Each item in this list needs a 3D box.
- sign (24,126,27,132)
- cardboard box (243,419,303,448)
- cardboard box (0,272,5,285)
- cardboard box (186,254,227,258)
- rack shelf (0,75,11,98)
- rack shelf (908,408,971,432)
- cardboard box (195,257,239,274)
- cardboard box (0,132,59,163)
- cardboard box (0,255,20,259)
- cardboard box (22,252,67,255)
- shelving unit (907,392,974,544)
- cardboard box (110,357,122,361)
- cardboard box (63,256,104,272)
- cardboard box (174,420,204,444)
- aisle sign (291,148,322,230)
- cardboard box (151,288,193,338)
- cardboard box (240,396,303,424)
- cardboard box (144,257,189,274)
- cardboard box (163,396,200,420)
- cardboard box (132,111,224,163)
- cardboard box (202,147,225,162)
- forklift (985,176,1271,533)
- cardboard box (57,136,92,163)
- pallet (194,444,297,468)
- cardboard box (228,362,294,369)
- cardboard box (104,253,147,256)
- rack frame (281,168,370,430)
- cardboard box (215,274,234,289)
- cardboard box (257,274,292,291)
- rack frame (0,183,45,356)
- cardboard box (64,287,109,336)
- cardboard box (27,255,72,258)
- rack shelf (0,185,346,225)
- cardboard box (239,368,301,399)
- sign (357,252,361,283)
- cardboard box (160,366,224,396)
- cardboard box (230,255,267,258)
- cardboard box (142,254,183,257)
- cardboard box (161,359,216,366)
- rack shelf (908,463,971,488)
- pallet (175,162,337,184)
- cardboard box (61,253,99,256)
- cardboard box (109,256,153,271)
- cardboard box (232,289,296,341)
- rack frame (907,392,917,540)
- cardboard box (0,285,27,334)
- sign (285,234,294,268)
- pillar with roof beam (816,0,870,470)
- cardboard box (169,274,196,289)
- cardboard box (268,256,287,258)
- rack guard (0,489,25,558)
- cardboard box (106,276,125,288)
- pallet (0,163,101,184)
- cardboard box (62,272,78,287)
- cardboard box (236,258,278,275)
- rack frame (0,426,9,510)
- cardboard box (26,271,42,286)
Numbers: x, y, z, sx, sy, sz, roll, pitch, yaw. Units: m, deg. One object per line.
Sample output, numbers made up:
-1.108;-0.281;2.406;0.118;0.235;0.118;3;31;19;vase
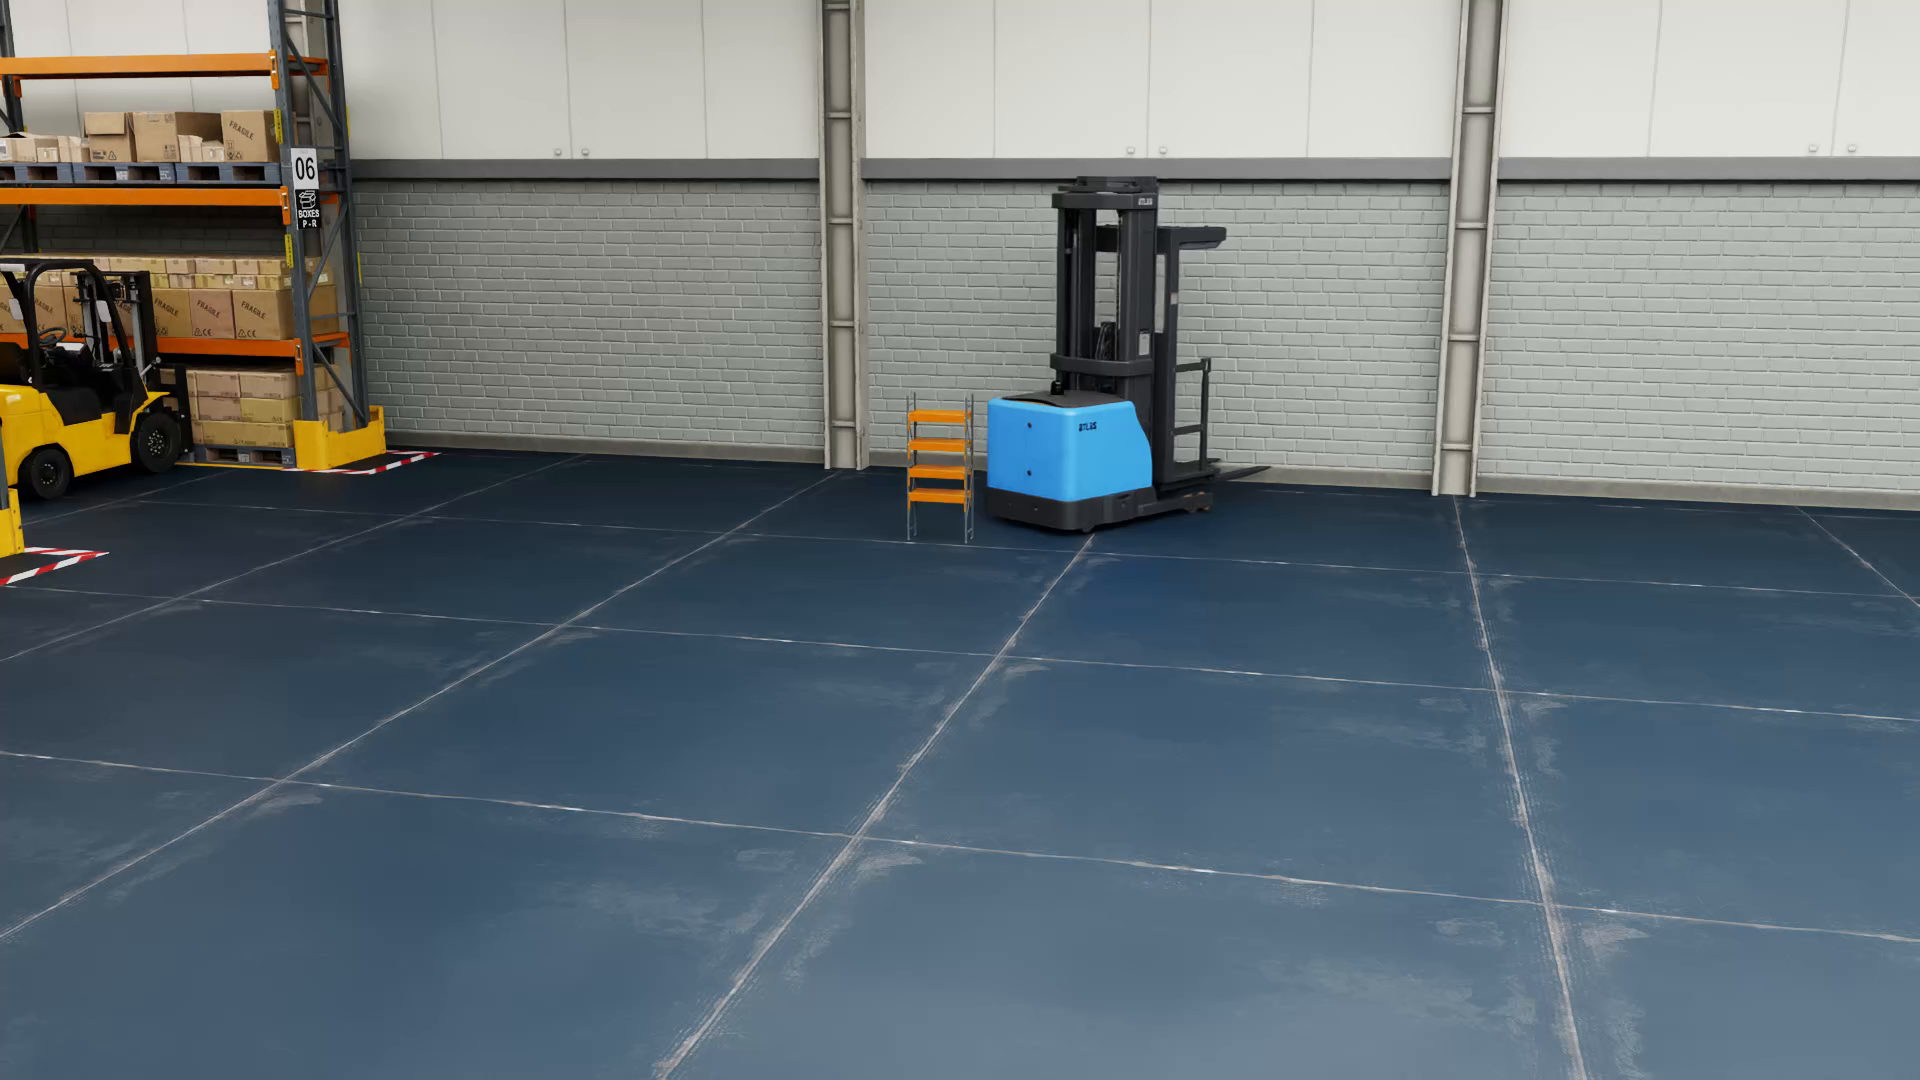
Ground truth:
-10.278;-4.386;18.274;0.005;0.325;0.100;3;13;14;sign
-7.058;-1.126;17.264;0.500;0.250;0.500;3;13;14;cardboard box
-10.163;-2.807;17.732;0.250;0.149;0.380;3;13;13;cardboard box
-8.036;-2.969;17.775;0.250;0.149;0.380;3;13;12;cardboard box
-12.351;-4.999;18.076;4.000;0.370;1.077;3;13;14;rack shelf
-0.161;-0.978;13.557;0.480;0.148;0.258;3;13;14;rack shelf
-7.656;-2.833;17.164;0.250;0.149;0.380;3;13;14;cardboard box
-9.660;-4.094;17.340;0.500;0.311;0.500;3;13;15;cardboard box
-10.171;-2.945;17.668;0.250;0.149;0.380;3;13;15;cardboard box
-10.027;-3.071;18.235;0.250;0.149;0.380;3;13;14;cardboard box
-0.161;-0.594;13.642;0.503;1.200;0.258;3;13;14;shelving unit
-9.390;-1.856;18.245;0.500;0.250;0.500;3;13;13;cardboard box
-9.162;-2.896;17.448;0.250;0.149;0.380;3;13;13;cardboard box
-8.022;-1.182;17.515;0.500;0.250;0.500;3;13;14;cardboard box
-6.533;-3.510;16.626;0.004;0.787;0.394;3;13;14;aisle sign
-8.066;-2.380;17.306;0.500;0.500;0.500;3;13;12;cardboard box
-7.074;-1.372;17.217;0.500;0.250;0.500;3;13;13;cardboard box
-8.187;-2.836;17.175;0.250;0.149;0.380;3;13;15;cardboard box
-8.064;-1.423;17.445;0.500;0.250;0.500;3;13;12;cardboard box
-7.985;-4.119;17.016;0.500;0.500;0.700;3;13;14;cardboard box
-7.403;-3.880;16.753;0.250;0.149;0.380;3;13;12;cardboard box
1.639;-1.740;14.808;3.031;2.935;1.130;-12;17;-42;forklift
-9.041;-4.025;17.135;0.258;0.266;0.396;3;13;12;cardboard box
-7.279;-0.975;17.642;1.213;0.211;1.003;3;13;14;pallet
-7.433;-1.746;17.751;0.500;0.250;0.500;3;13;14;cardboard box
-9.028;-3.021;18.009;0.250;0.149;0.380;3;13;13;cardboard box
-6.526;-2.306;17.201;0.127;3.000;1.000;3;13;14;rack frame
-7.422;-2.664;17.086;0.250;0.149;0.380;3;13;15;cardboard box
-6.930;-2.630;16.936;0.250;0.149;0.380;3;13;14;cardboard box
-10.410;-2.513;18.137;0.127;3.000;1.000;3;13;14;rack frame
-9.040;-2.435;17.551;0.500;0.500;0.500;3;13;13;cardboard box
-9.646;-2.939;17.641;0.250;0.149;0.380;3;13;12;cardboard box
-8.468;-3.523;17.422;4.000;0.370;1.077;3;13;14;rack shelf
-7.048;-1.615;17.157;0.500;0.250;0.500;4;13;15;cardboard box
-6.387;-2.883;17.624;0.005;0.325;0.100;3;13;14;sign
-8.037;-1.664;17.380;0.500;0.250;0.500;3;13;14;cardboard box
-7.543;-2.926;17.583;0.250;0.149;0.380;3;13;14;cardboard box
-8.553;-2.978;17.816;0.250;0.149;0.380;3;13;15;cardboard box
-8.412;-1.803;18.004;0.500;0.250;0.500;3;13;12;cardboard box
-0.161;-0.529;13.657;0.480;0.148;0.258;3;13;14;rack shelf
-7.206;-3.769;17.076;1.213;0.211;1.003;3;13;14;pallet
-9.533;-3.038;18.088;0.250;0.149;0.380;3;13;13;cardboard box
-8.655;-2.886;17.400;0.250;0.149;0.380;3;13;14;cardboard box
-7.067;-2.325;17.057;0.500;0.500;0.500;3;13;12;cardboard box
-0.398;-0.607;13.700;0.015;1.200;0.240;3;13;14;rack frame
-10.041;-2.484;17.775;0.500;0.500;0.500;3;13;12;cardboard box
-6.670;-2.873;16.539;0.005;0.325;0.100;3;13;14;sign
-2.192;-4.244;12.085;0.400;9.000;9.100;3;13;14;pillar with roof beam
-7.931;-2.683;17.172;0.250;0.149;0.380;3;13;12;cardboard box
-7.044;-2.906;17.490;0.250;0.149;0.380;4;13;15;cardboard box
-7.786;-0.045;12.784;0.348;0.500;1.175;3;13;14;rack guard
-8.667;-2.723;17.351;0.250;0.149;0.380;3;13;12;cardboard box
-9.575;-3.896;17.647;1.213;0.211;1.003;3;13;14;pallet
-9.176;-2.744;17.447;0.250;0.149;0.380;3;13;13;cardboard box
-7.171;-2.797;17.000;0.250;0.149;0.380;3;13;14;cardboard box
-7.712;-1.262;12.496;0.127;3.000;1.000;3;13;14;rack frame
-9.652;-2.786;17.638;0.250;0.149;0.380;3;13;13;cardboard box
